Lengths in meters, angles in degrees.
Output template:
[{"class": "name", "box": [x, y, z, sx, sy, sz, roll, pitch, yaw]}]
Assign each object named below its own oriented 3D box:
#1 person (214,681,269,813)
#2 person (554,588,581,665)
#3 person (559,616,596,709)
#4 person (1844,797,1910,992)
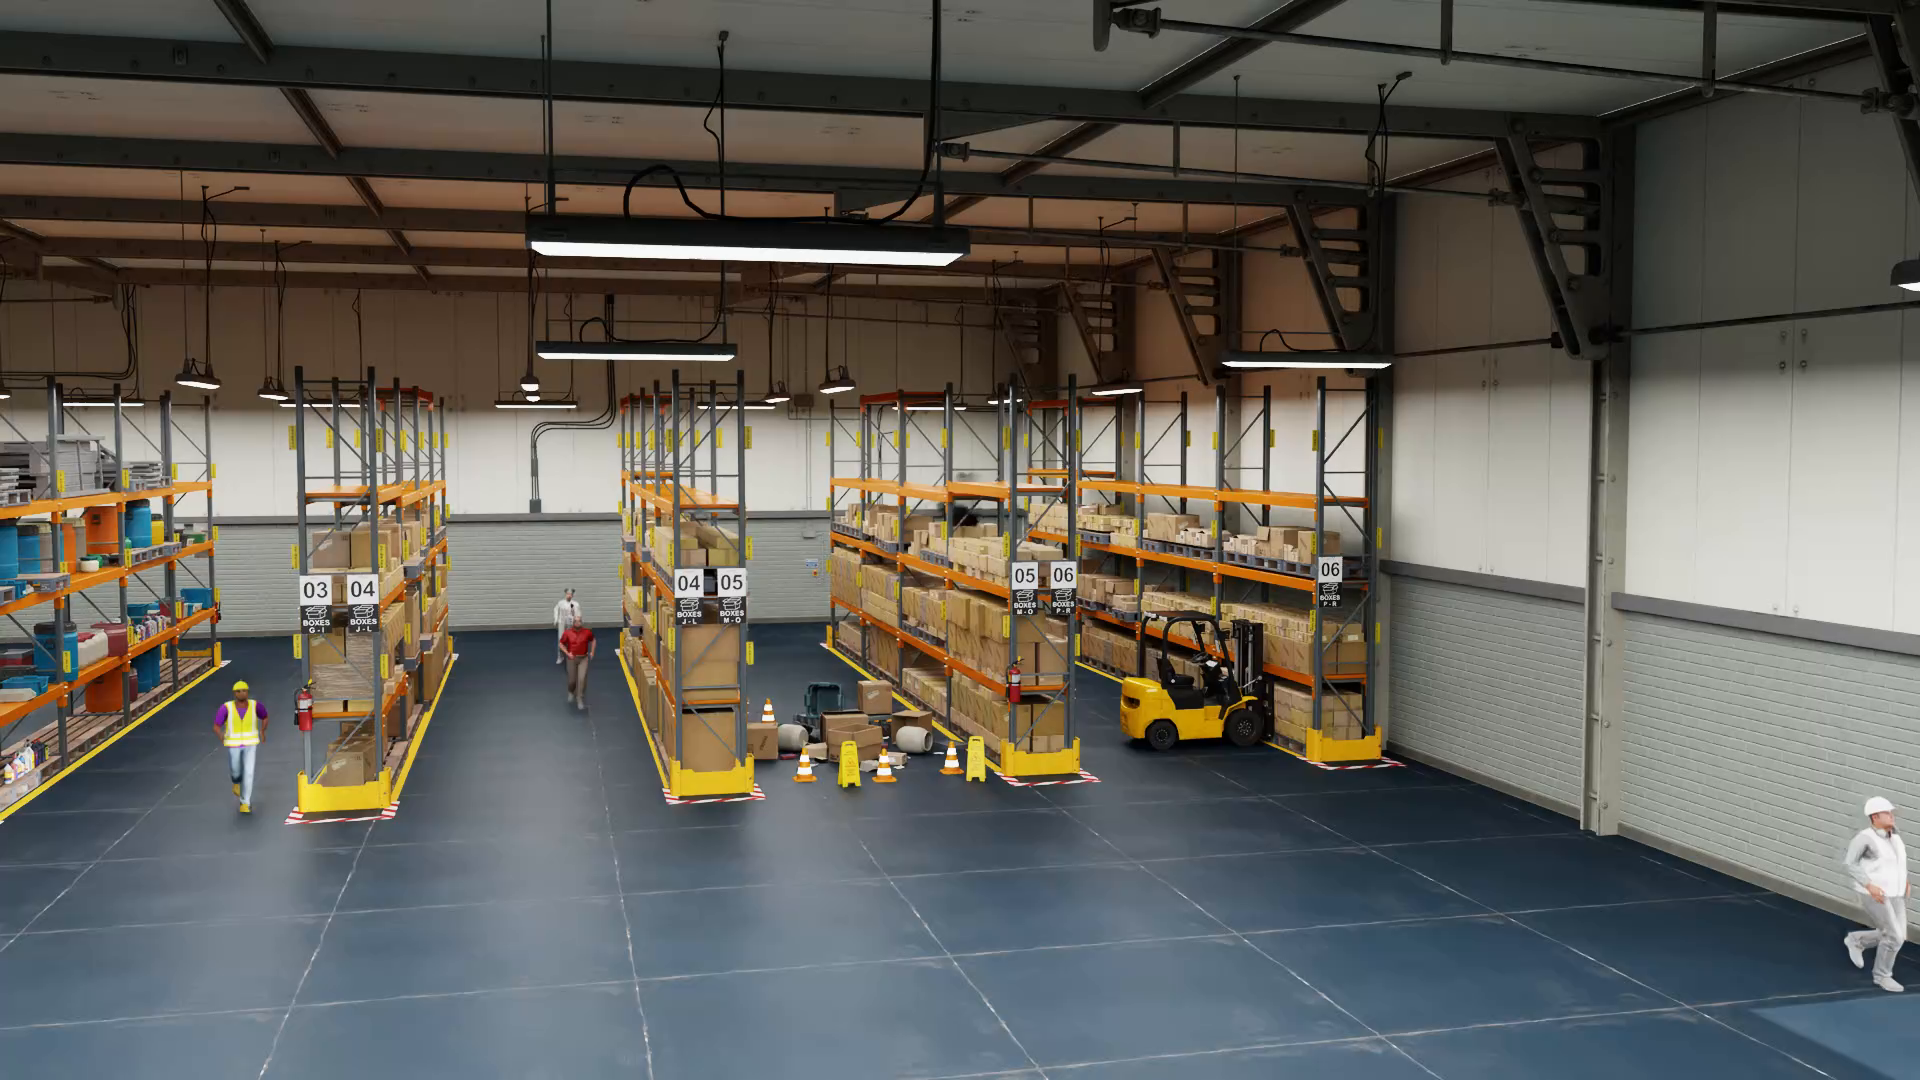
[{"class": "person", "box": [-9.768, 2.788, 22.629, 0.697, 1.751, 0.868, -2, 4, -24]}, {"class": "person", "box": [-8.828, 1.917, 37.403, 0.587, 1.682, 0.772, -1, 3, -12]}, {"class": "person", "box": [-7.192, 2.287, 31.320, 0.689, 1.731, 0.759, -1, 4, -17]}, {"class": "person", "box": [8.435, 3.226, 15.328, 0.666, 1.734, 0.643, -2, 4, -27]}]
